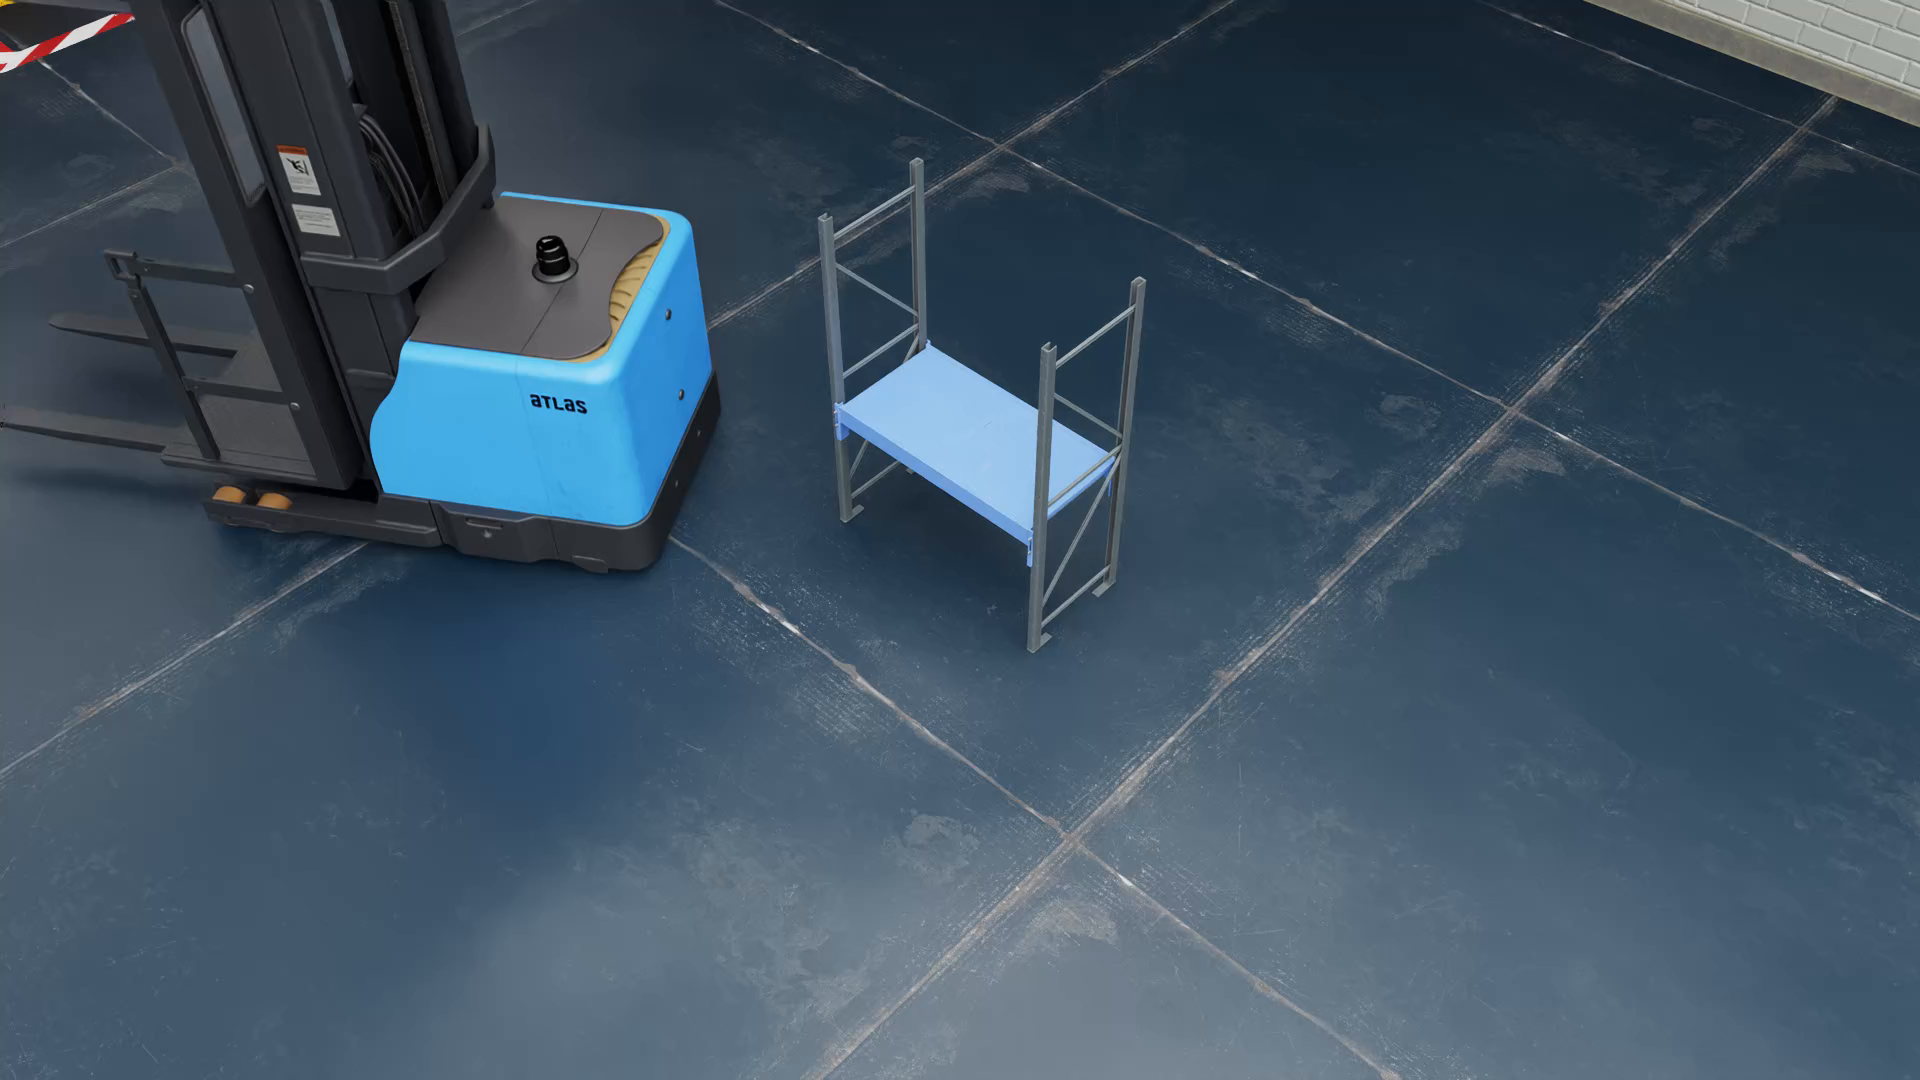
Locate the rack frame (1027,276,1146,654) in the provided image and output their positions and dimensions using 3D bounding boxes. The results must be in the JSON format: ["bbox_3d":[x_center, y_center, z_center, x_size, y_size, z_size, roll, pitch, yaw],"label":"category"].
[{"bbox_3d":[0.436,-0.220,5.928,0.032,1.500,0.500,34,55,28],"label":"rack frame"}]

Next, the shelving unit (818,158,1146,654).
[{"bbox_3d":[0.063,-0.471,6.164,1.048,1.500,0.538,34,55,28],"label":"shelving unit"}]

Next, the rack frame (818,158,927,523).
[{"bbox_3d":[-0.311,-0.723,6.400,0.032,1.500,0.500,34,55,28],"label":"rack frame"}]

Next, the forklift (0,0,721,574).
[{"bbox_3d":[-2.598,-1.404,6.058,3.031,2.935,1.130,8,47,7],"label":"forklift"}]

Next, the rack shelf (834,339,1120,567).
[{"bbox_3d":[0.063,-0.348,6.295,1.000,0.185,0.538,34,55,28],"label":"rack shelf"}]
